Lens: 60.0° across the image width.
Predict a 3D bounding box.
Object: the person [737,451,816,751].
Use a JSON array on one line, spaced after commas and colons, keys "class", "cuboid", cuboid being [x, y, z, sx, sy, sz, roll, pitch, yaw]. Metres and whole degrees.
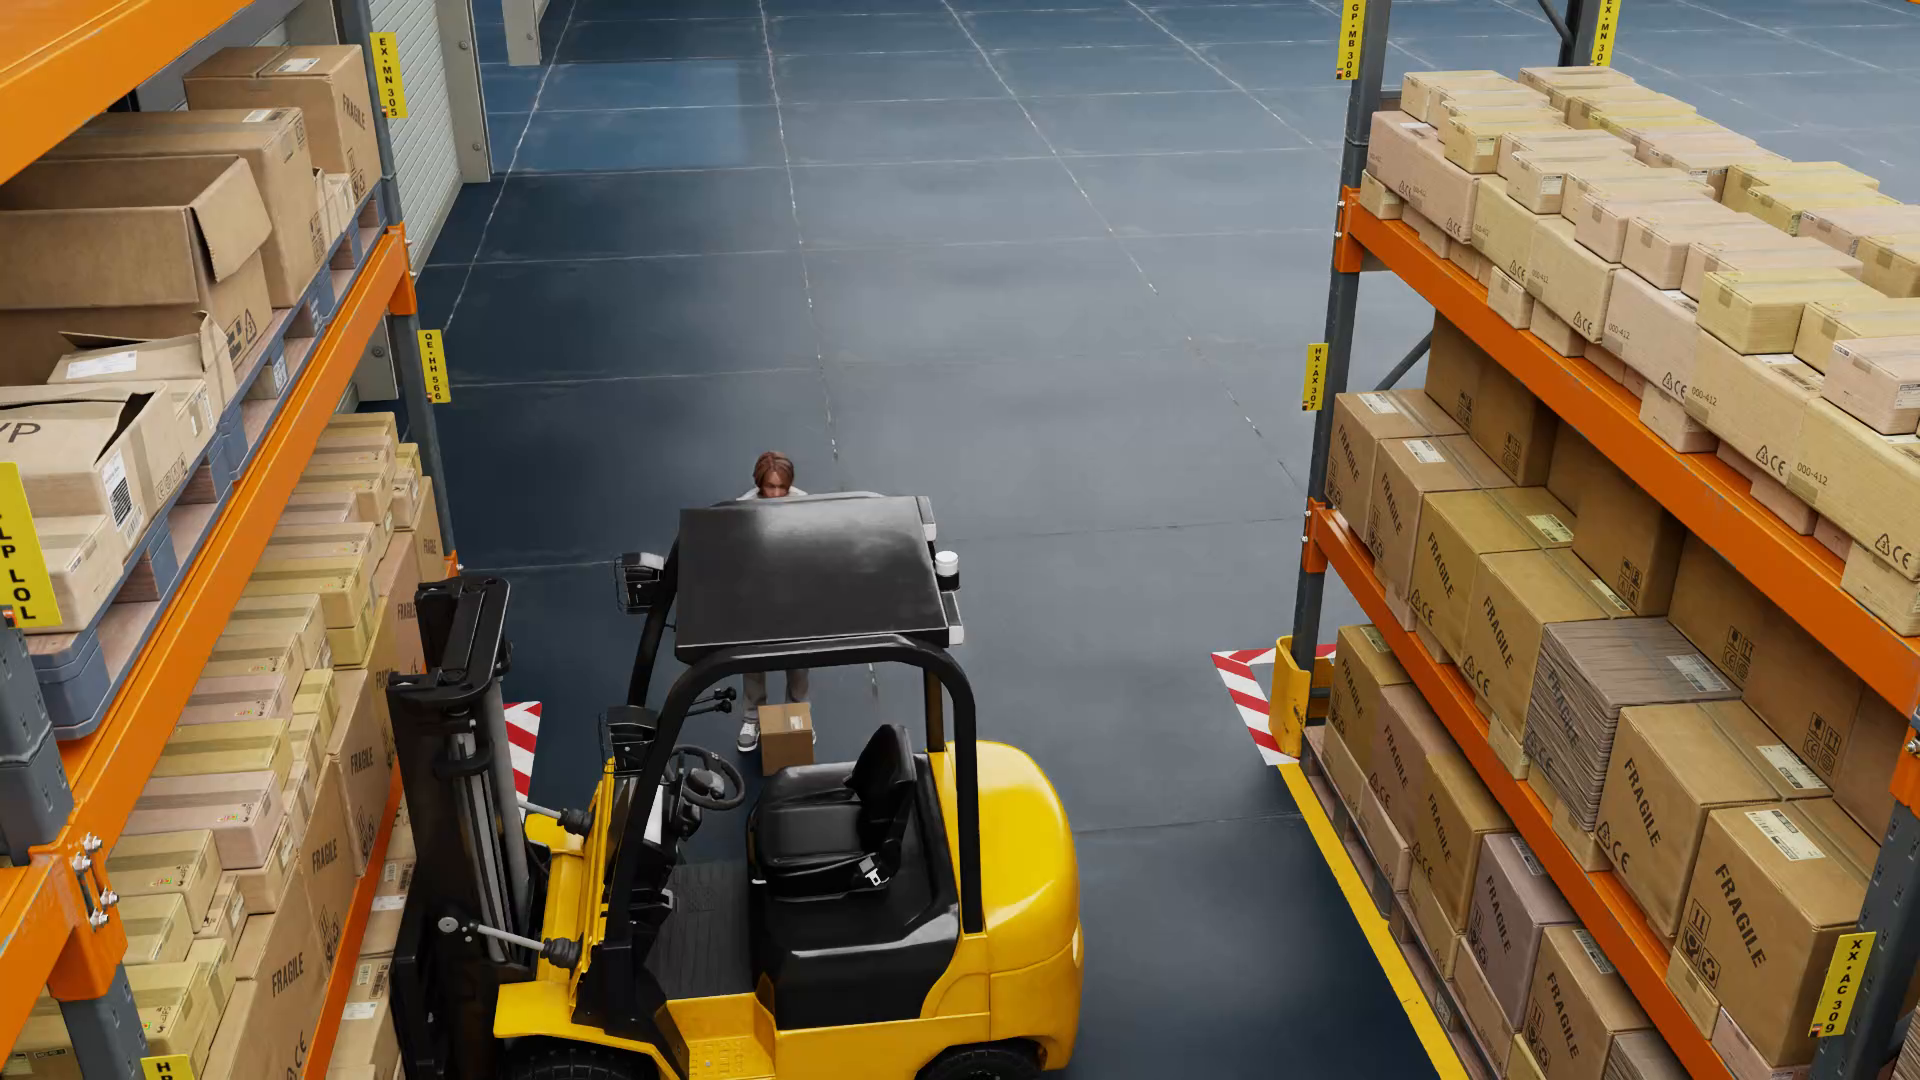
[{"class": "person", "cuboid": [-0.900, 0.278, 8.098, 0.475, 1.592, 0.347, -5, 28, -10]}]
